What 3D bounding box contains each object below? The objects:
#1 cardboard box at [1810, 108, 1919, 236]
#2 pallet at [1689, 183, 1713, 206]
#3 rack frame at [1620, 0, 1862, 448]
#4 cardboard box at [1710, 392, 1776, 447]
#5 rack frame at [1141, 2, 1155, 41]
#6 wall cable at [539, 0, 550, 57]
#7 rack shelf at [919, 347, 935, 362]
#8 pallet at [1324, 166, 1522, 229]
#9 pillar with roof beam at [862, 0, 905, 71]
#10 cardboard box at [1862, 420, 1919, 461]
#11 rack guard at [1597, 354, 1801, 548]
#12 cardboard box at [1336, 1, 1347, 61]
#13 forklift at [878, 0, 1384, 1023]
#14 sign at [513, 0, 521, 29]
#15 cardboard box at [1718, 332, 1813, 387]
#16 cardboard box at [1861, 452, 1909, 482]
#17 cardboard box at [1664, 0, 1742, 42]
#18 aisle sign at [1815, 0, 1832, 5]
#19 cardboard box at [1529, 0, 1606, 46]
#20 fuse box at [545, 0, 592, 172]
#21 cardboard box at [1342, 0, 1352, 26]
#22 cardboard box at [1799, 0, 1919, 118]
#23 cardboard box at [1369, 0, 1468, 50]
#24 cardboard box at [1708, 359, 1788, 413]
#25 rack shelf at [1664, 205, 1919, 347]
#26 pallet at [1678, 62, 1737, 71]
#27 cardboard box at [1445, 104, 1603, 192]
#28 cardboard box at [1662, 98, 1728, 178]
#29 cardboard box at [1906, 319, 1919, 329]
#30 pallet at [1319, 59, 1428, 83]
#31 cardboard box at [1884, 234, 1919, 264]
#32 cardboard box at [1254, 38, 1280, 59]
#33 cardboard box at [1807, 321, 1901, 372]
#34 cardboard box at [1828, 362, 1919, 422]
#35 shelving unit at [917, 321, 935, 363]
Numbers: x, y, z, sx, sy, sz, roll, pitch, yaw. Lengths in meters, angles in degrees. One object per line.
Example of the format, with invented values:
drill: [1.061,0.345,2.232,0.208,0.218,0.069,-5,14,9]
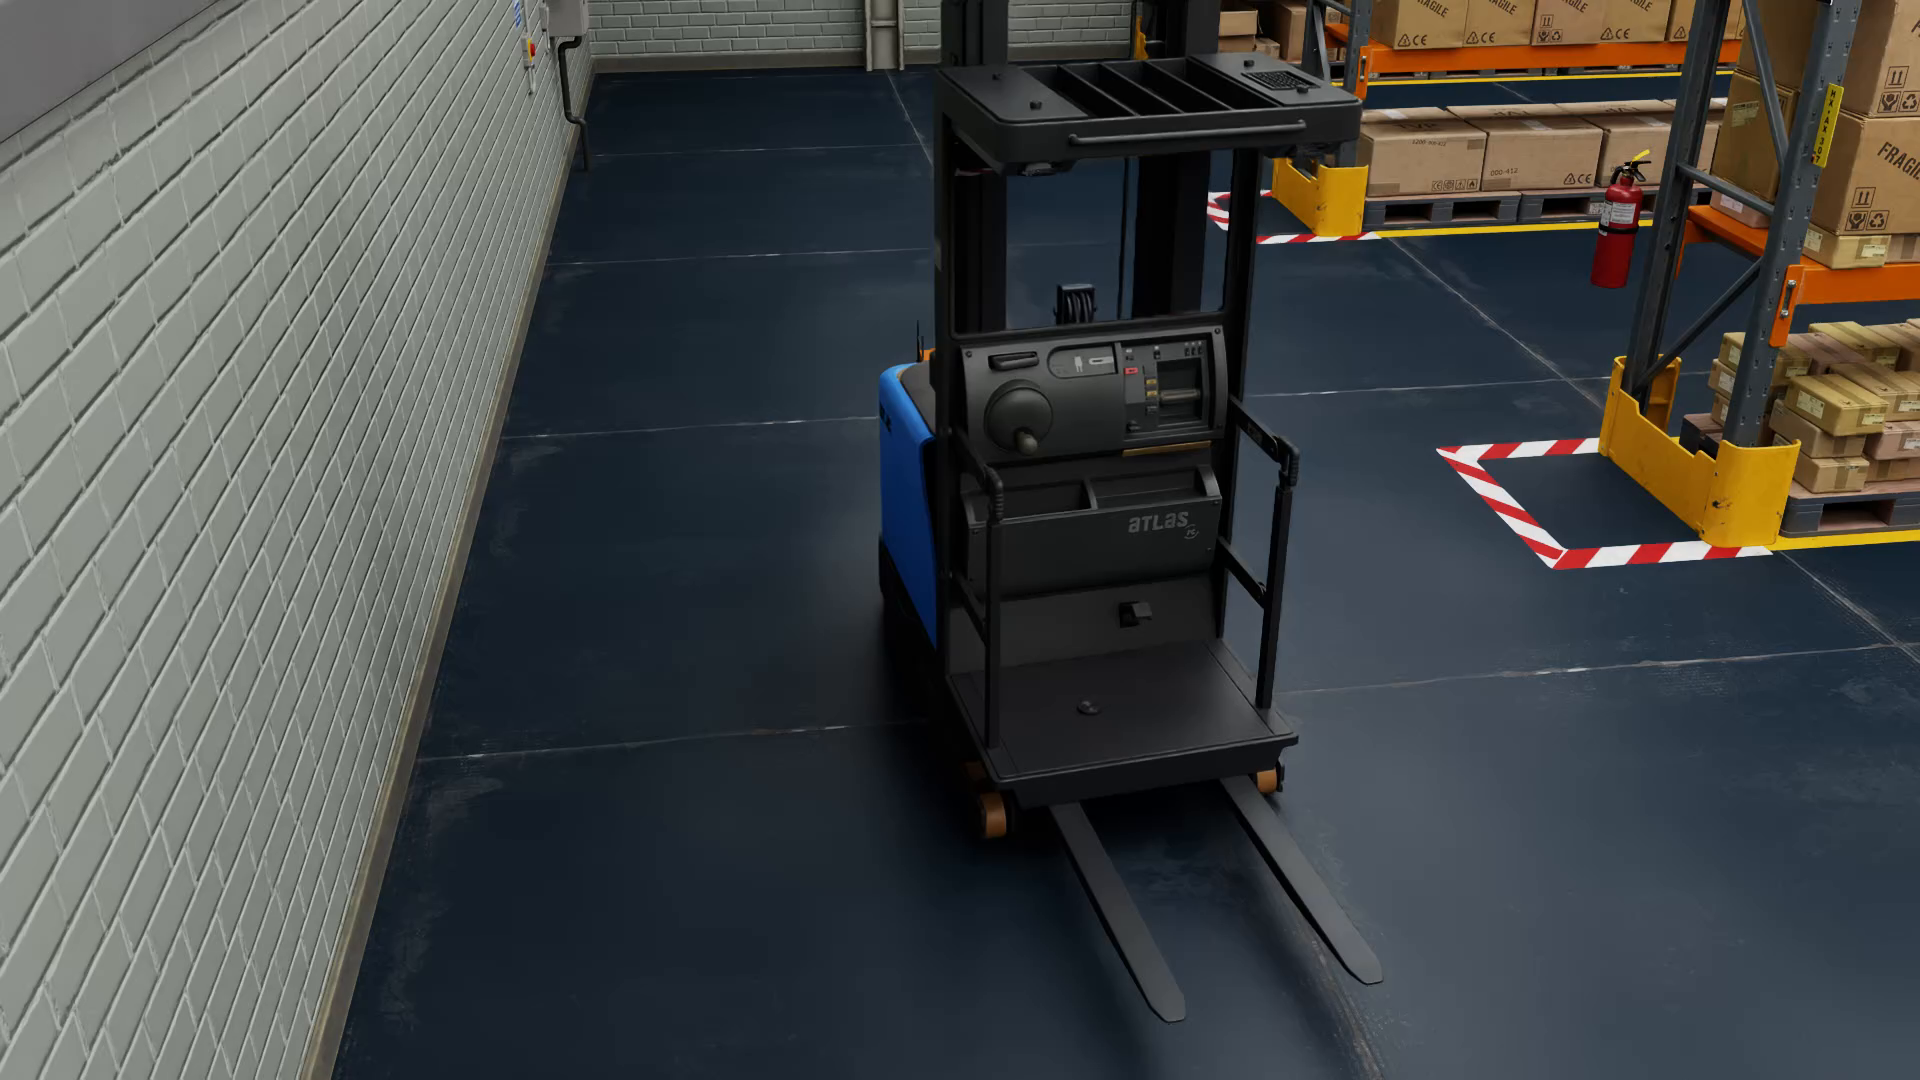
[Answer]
cardboard box: [3.970,-1.644,7.233,0.500,0.500,0.500,-2,27,-5]
pallet: [5.894,-2.796,12.967,1.213,0.211,1.003,-4,27,-7]
rack frame: [3.487,-1.563,7.511,0.127,3.000,1.000,-4,27,-7]
cardboard box: [3.979,-0.610,8.315,0.250,0.149,0.380,-3,27,-6]
rack frame: [2.002,-6.038,16.233,0.127,3.000,1.000,-4,27,-7]
wall cable: [-3.092,-4.518,12.157,0.122,1.984,0.588,-4,27,-7]
rack shelf: [-0.053,-0.707,7.379,0.240,0.259,0.215,-4,27,-7]
pallet: [3.478,-2.640,12.665,1.213,0.211,1.003,-4,27,-7]
pillar with roof beam: [-0.194,-6.997,11.530,0.400,9.000,9.100,-4,27,-7]
cardboard box: [4.320,-0.523,7.821,0.250,0.149,0.380,-4,27,-7]
rack guard: [3.562,-0.456,8.091,0.348,0.500,1.175,-4,27,-7]
cardboard box: [4.010,-5.134,16.749,0.500,0.500,0.500,-3,27,-6]
forklift: [0.518,-0.467,5.449,1.130,2.935,3.031,-7,28,-13]
sign: [-2.937,-3.520,11.029,0.001,0.218,0.327,-4,27,-7]
cardboard box: [3.976,-0.895,8.219,0.250,0.149,0.380,-3,27,-7]
cardboard box: [4.298,-0.424,7.954,0.250,0.149,0.380,-4,27,-7]
cardboard box: [5.230,-3.875,11.906,0.500,0.500,0.500,-4,27,-8]
aisle sign: [3.456,-2.580,6.644,0.004,0.787,0.394,-4,27,-7]
cardboard box: [4.216,-3.809,11.778,0.500,0.500,0.500,-4,27,-7]
fuse box: [-3.032,-3.811,13.303,0.414,1.711,0.539,-4,27,-7]
cardboard box: [3.138,-3.990,12.130,0.500,0.500,0.500,-4,27,-7]
cardboard box: [3.968,-2.094,7.014,0.500,0.500,0.500,-4,27,-7]
cardboard box: [3.212,-3.740,11.644,0.500,0.500,0.500,-4,27,-8]
cardboard box: [3.970,-0.777,8.315,0.250,0.149,0.380,-4,27,-8]
rack shelf: [5.467,-1.371,7.923,4.000,0.370,1.077,-4,27,-7]
pallet: [7.974,-5.200,17.653,1.213,0.211,1.003,-4,27,-7]
cardboard box: [4.242,-2.991,12.640,0.875,0.438,0.875,-3,27,-6]
cardboard box: [6.021,-3.105,12.862,0.875,0.438,0.875,-4,27,-8]
cardboard box: [4.995,-0.989,8.403,0.250,0.149,0.380,-3,27,-5]
pallet: [4.072,-4.930,17.127,1.213,0.211,1.003,-4,27,-7]
cardboard box: [4.100,-1.359,7.388,0.250,0.149,0.380,-3,27,-5]
cardboard box: [3.047,-4.962,16.798,0.250,0.149,0.380,-5,28,-9]
cardboard box: [4.471,-0.959,8.344,0.250,0.149,0.380,-4,27,-8]
cardboard box: [4.309,-0.698,7.836,0.250,0.149,0.380,-3,27,-6]
shelving unit: [-0.053,-0.464,7.504,0.252,1.050,0.215,-4,27,-7]
